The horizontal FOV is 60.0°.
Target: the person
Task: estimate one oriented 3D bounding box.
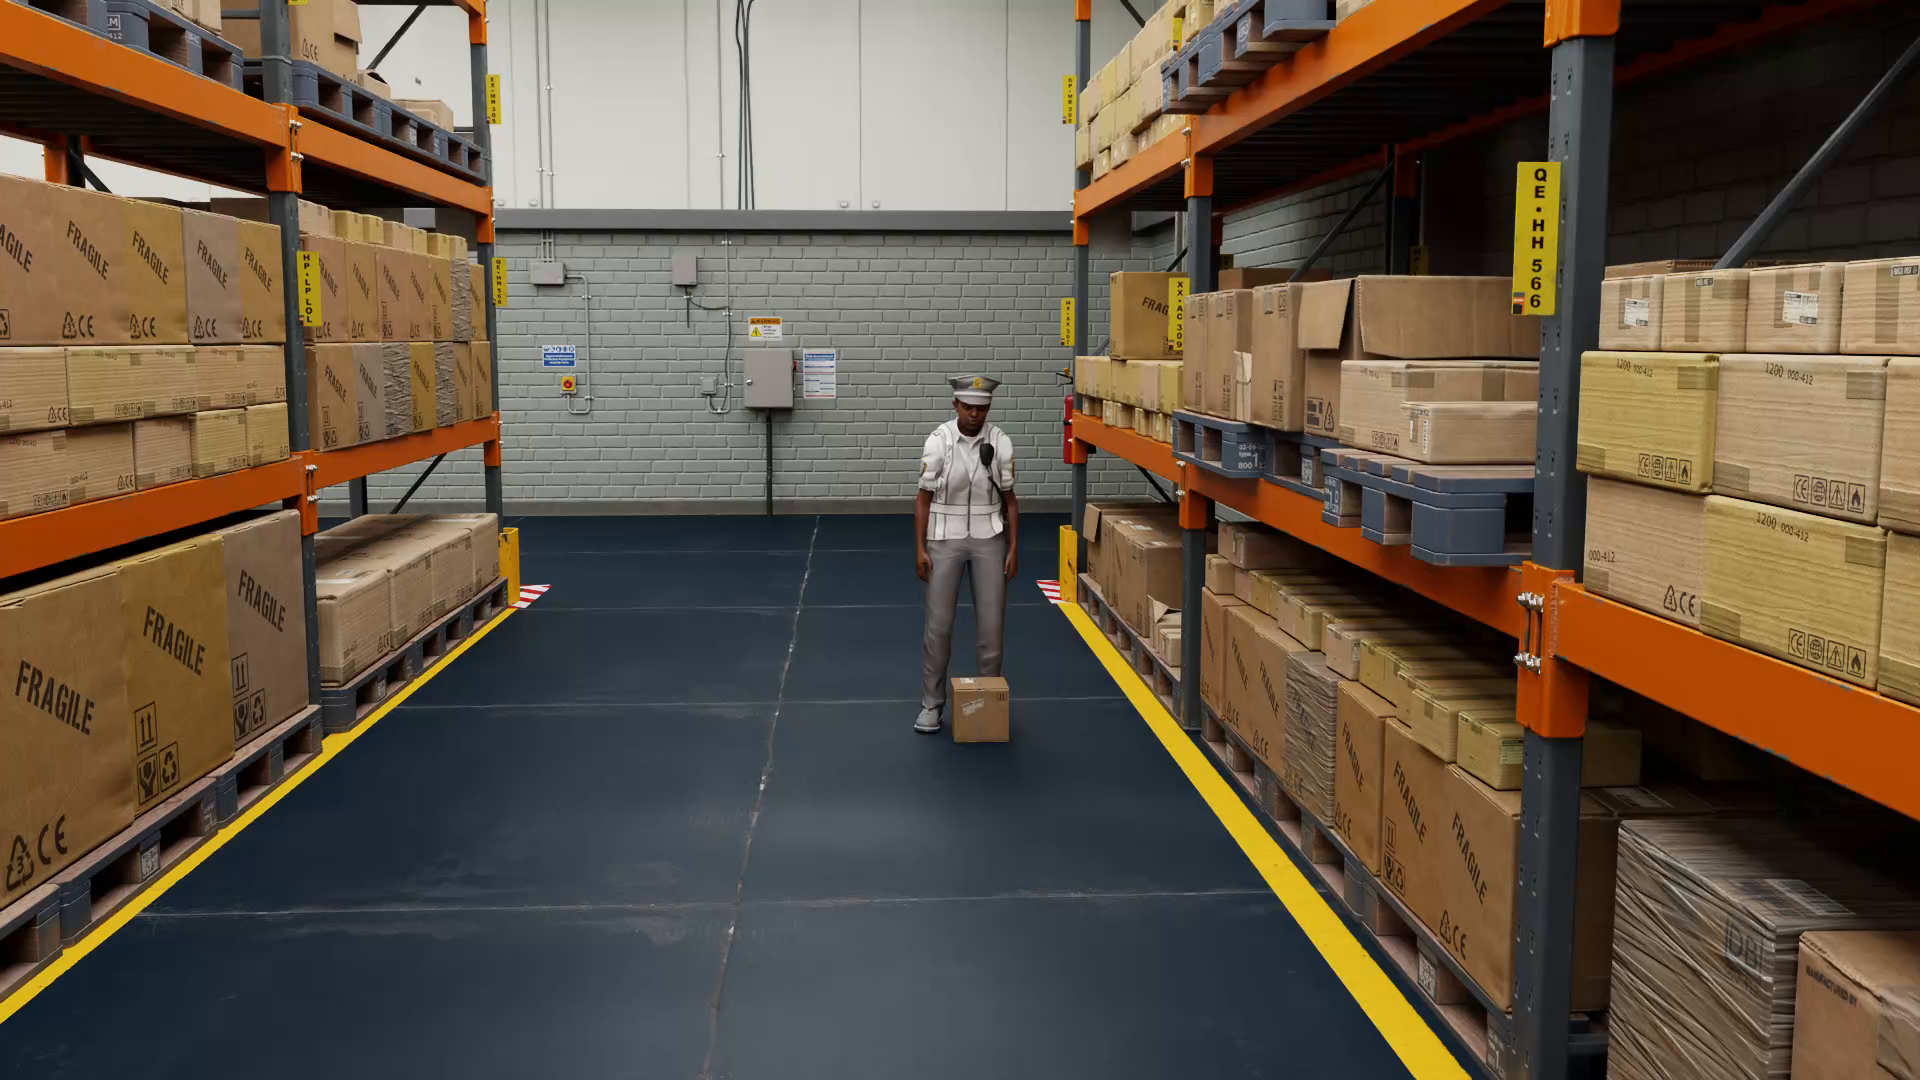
[{"bbox_3d":[0.027,0.054,7.813,0.505,1.658,0.395,-1,7,-6],"label":"person"}]
